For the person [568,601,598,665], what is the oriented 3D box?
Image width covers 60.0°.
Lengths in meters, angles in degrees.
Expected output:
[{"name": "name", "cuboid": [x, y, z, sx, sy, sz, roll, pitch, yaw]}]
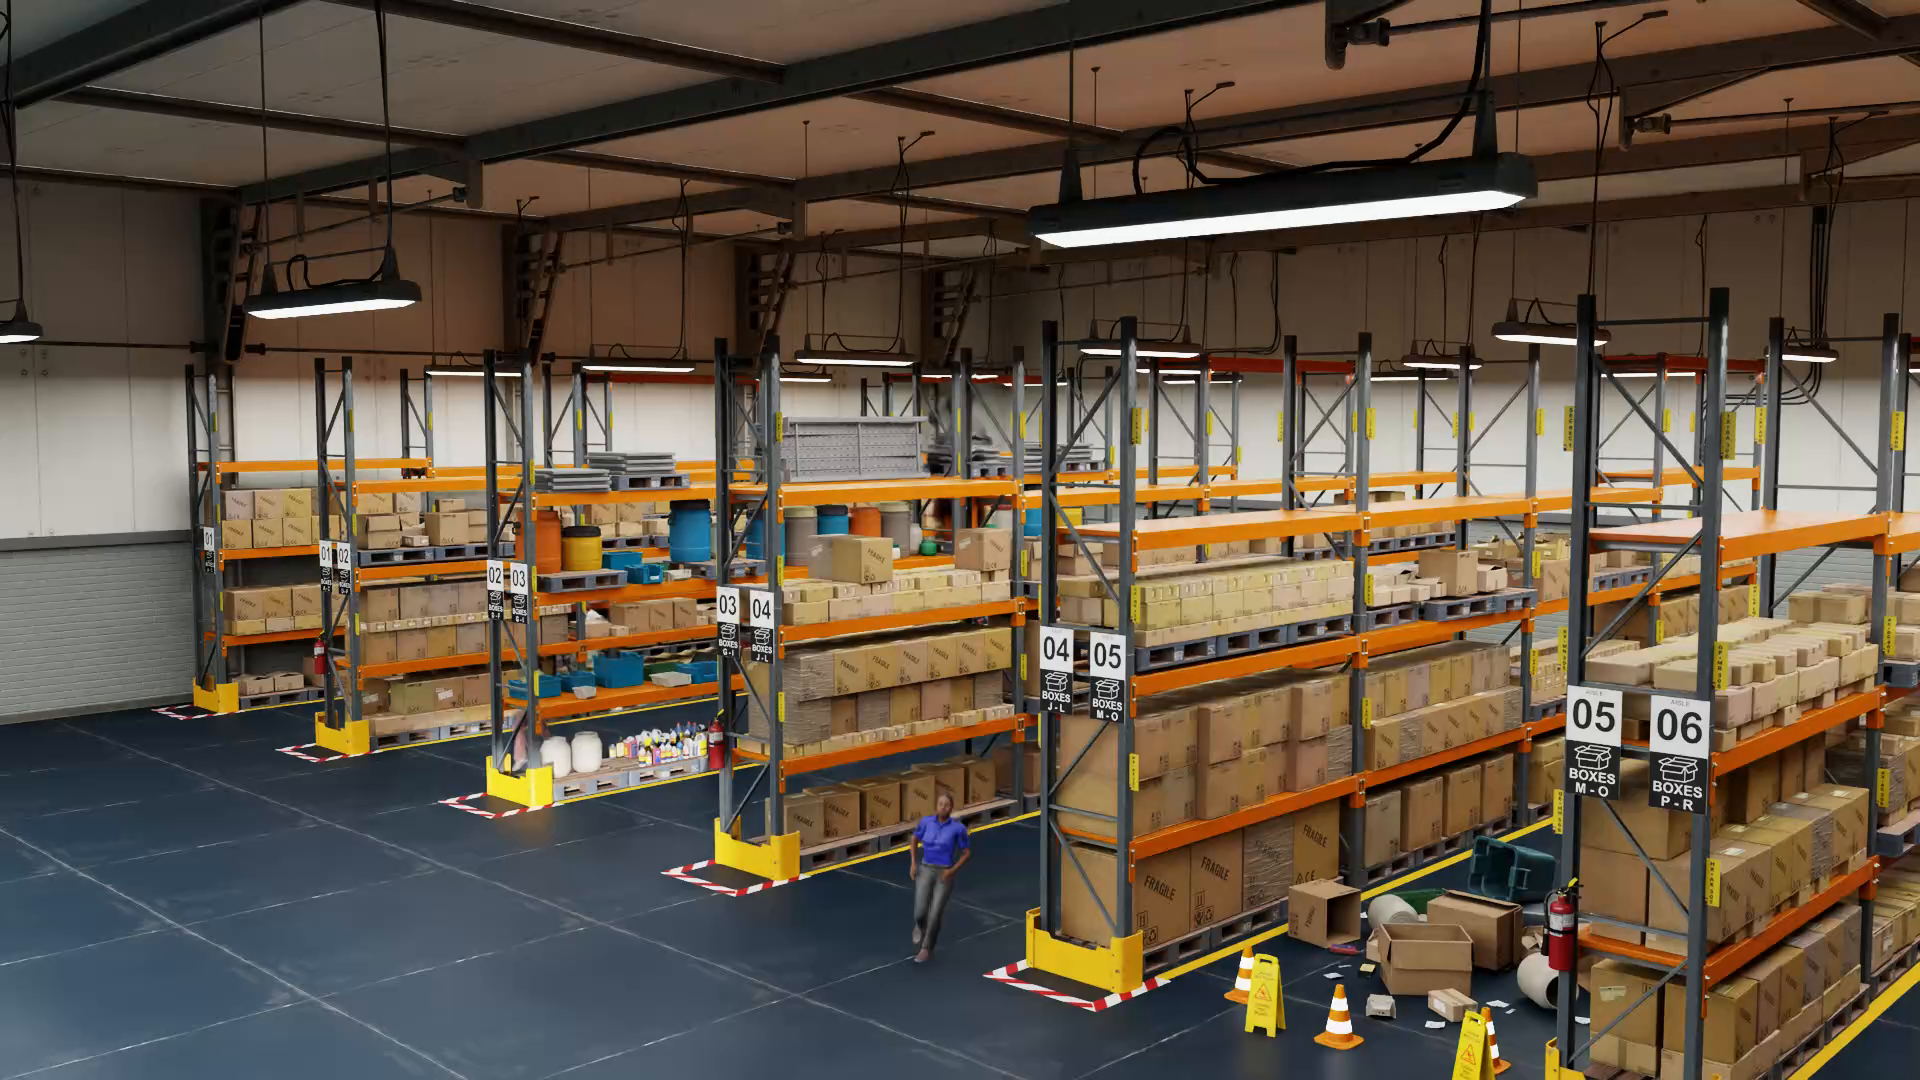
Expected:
[{"name": "person", "cuboid": [-6.896, 1.932, 30.669, 0.667, 1.779, 0.756, -4, 6, -42]}]

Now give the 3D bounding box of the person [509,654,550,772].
[{"name": "person", "cuboid": [-6.219, 2.472, 24.081, 0.555, 1.711, 0.831, 3, 5, 37]}]

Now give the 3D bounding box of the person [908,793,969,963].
[{"name": "person", "cuboid": [-0.208, 3.182, 15.645, 0.595, 1.605, 0.500, 1, 4, 7]}]
